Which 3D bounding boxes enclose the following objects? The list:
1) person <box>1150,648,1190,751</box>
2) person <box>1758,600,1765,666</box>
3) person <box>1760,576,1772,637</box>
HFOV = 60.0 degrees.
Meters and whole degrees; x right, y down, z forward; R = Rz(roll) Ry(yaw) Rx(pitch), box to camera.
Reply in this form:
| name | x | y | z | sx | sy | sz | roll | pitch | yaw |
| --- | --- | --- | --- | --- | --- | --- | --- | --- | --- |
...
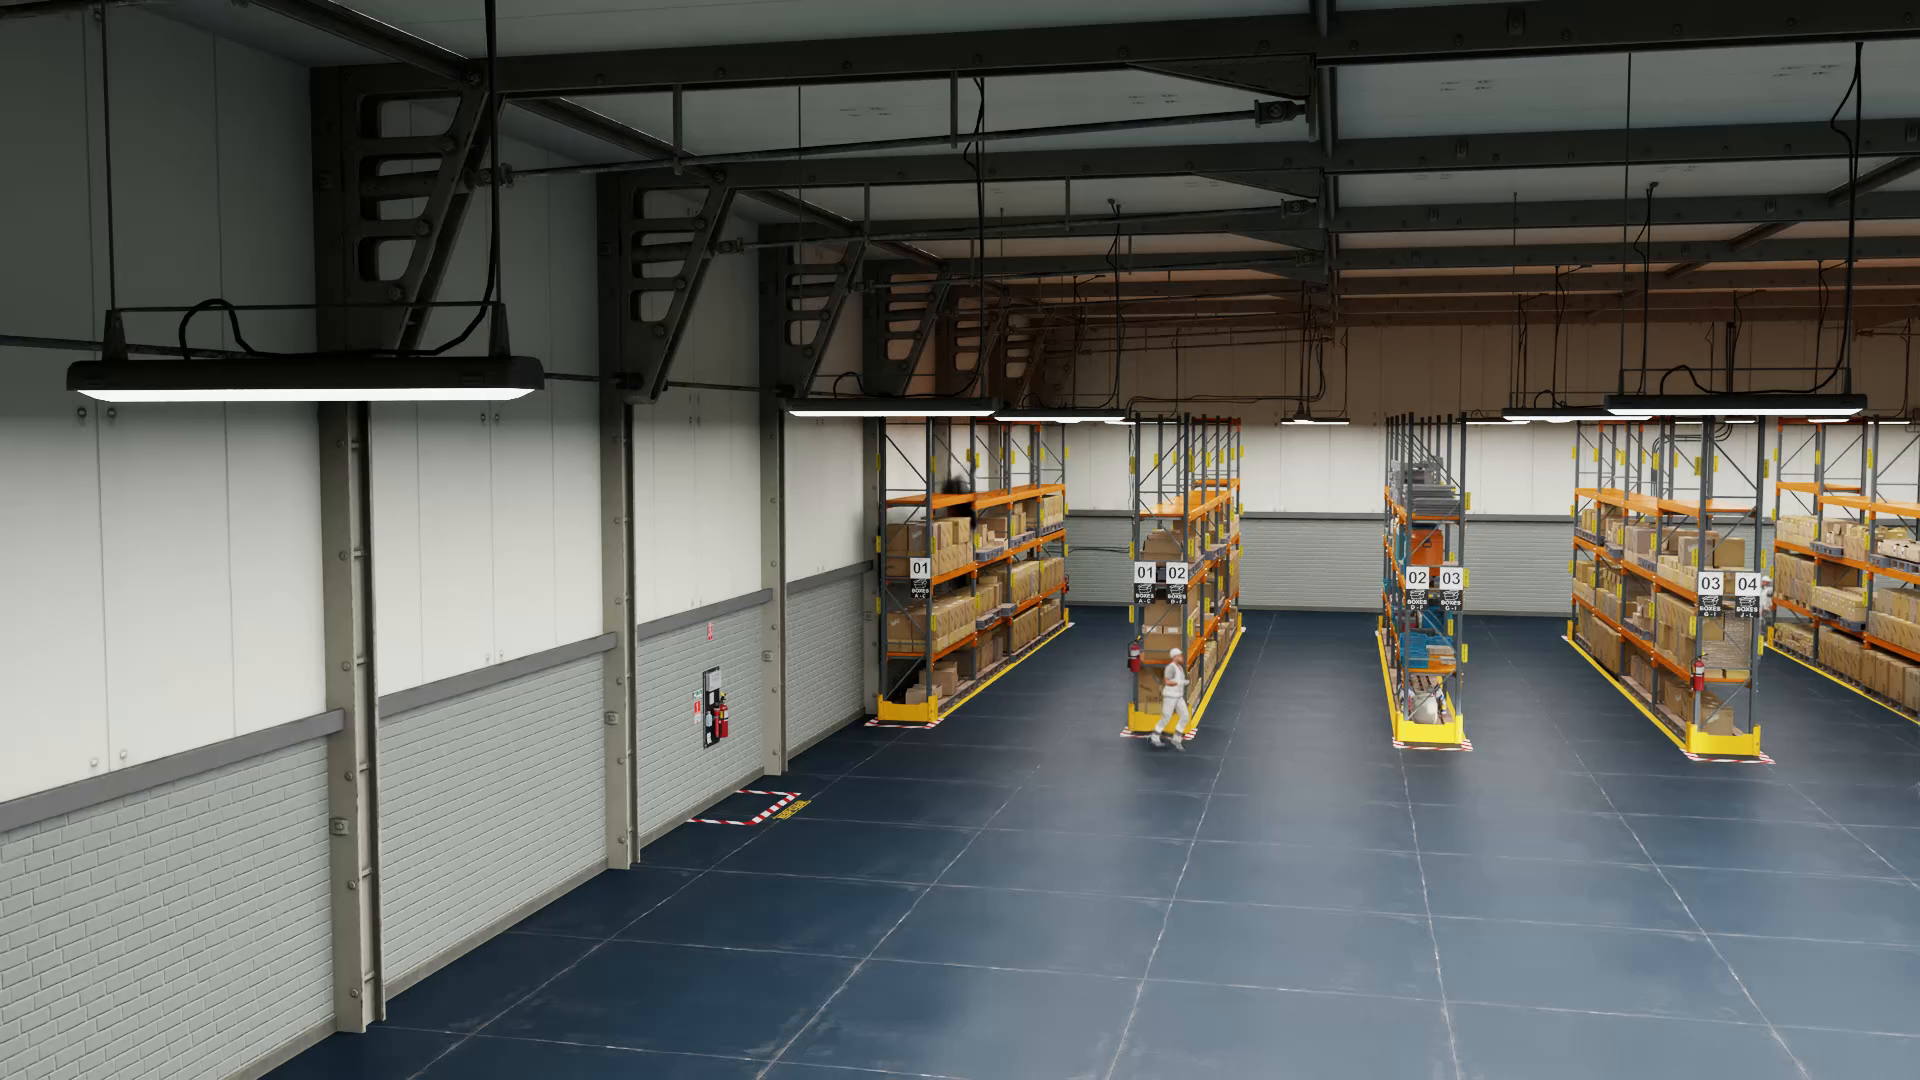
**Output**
| name | x | y | z | sx | sy | sz | roll | pitch | yaw |
| --- | --- | --- | --- | --- | --- | --- | --- | --- | --- |
| person | 3.807 | 2.838 | 29.602 | 0.750 | 1.832 | 0.654 | 3 | 5 | 37 |
| person | 19.199 | 2.088 | 40.351 | 0.634 | 1.802 | 0.952 | 1 | 4 | 14 |
| person | 21.493 | 1.848 | 44.508 | 0.754 | 1.800 | 0.731 | -1 | 4 | -10 |
